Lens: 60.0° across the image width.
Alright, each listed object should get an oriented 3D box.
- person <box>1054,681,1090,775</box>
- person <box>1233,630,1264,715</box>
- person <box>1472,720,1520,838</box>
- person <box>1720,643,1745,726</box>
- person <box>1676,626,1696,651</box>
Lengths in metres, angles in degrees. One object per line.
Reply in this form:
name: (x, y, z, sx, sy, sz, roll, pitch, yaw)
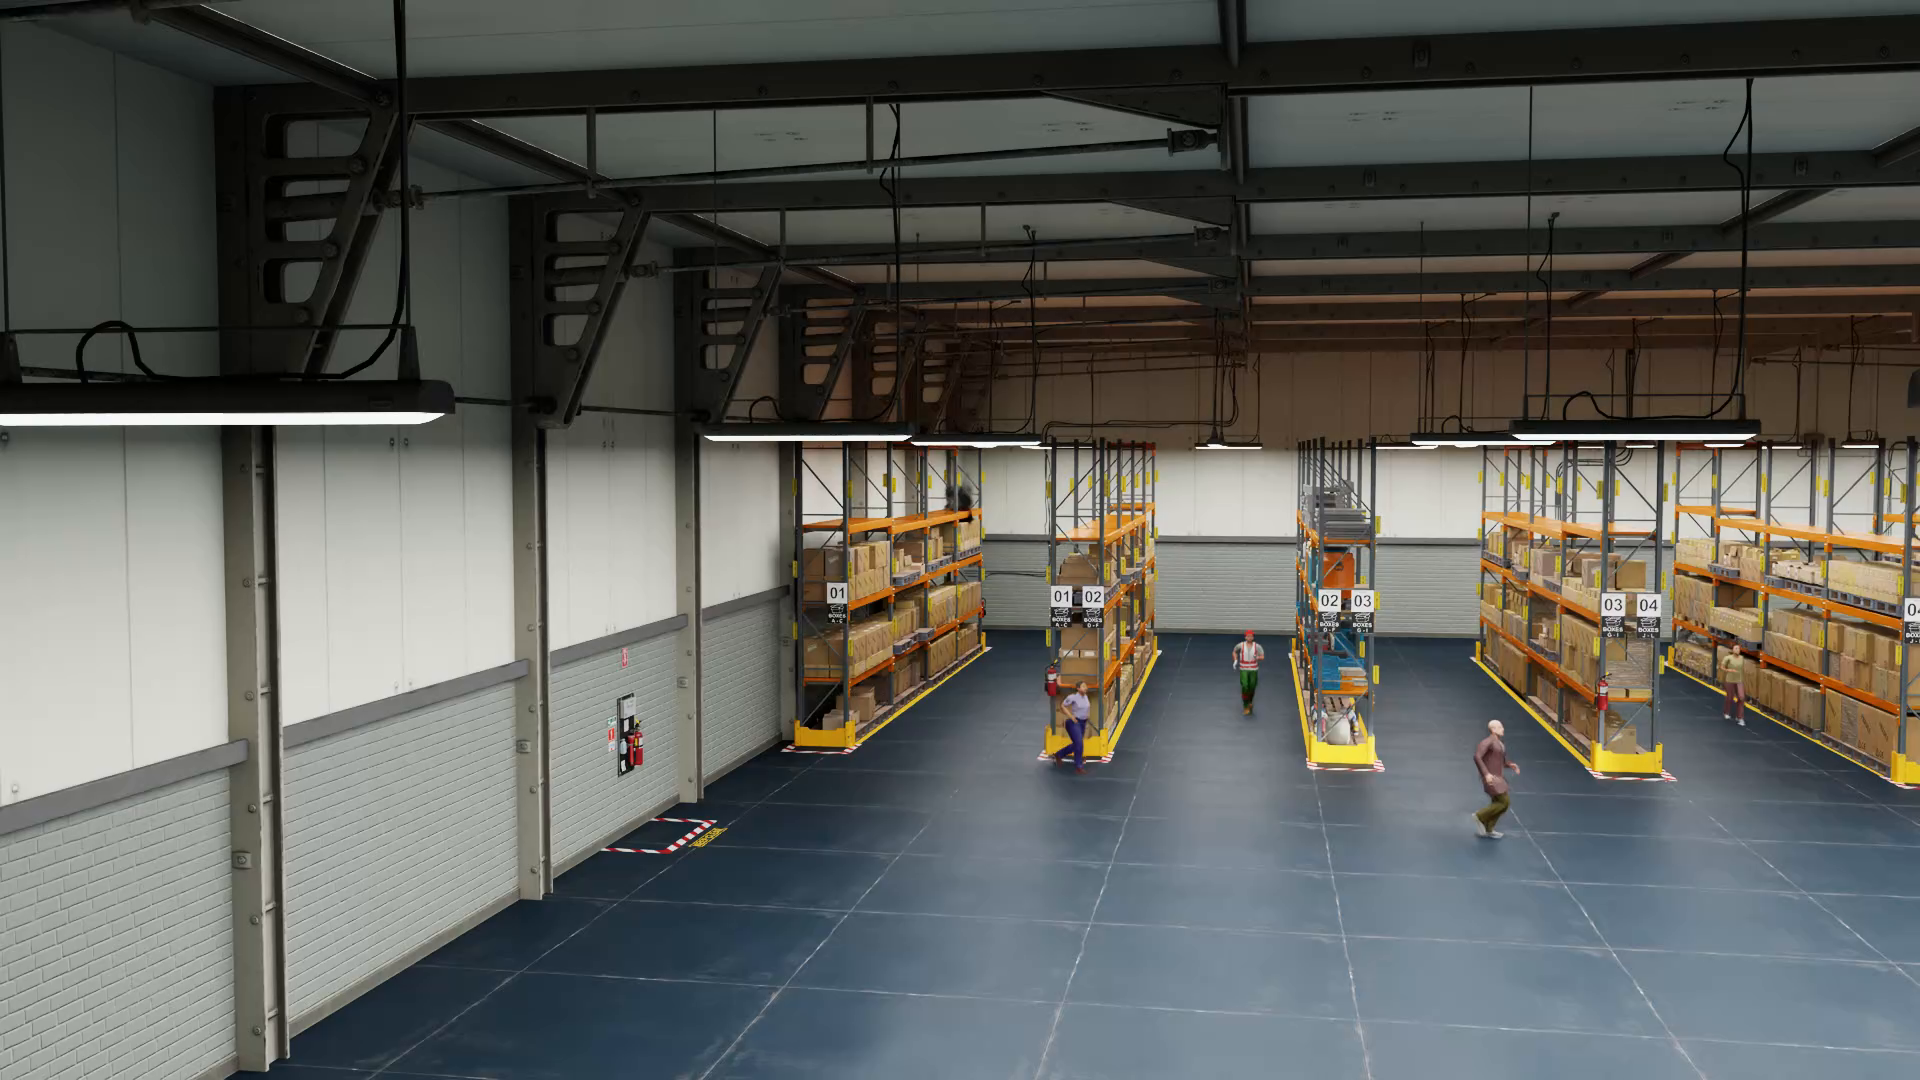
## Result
person: (2.087, 3.356, 29.910, 0.842, 1.635, 0.640, 3, 4, 41)
person: (6.339, 2.872, 36.487, 0.655, 1.809, 0.925, 0, 3, 1)
person: (7.950, 3.543, 24.672, 0.628, 1.746, 0.723, 2, 4, 32)
person: (16.343, 3.044, 35.155, 0.565, 1.685, 0.818, 0, 3, 5)
person: (19.972, 2.431, 45.881, 0.764, 1.711, 0.908, -3, 4, -42)
